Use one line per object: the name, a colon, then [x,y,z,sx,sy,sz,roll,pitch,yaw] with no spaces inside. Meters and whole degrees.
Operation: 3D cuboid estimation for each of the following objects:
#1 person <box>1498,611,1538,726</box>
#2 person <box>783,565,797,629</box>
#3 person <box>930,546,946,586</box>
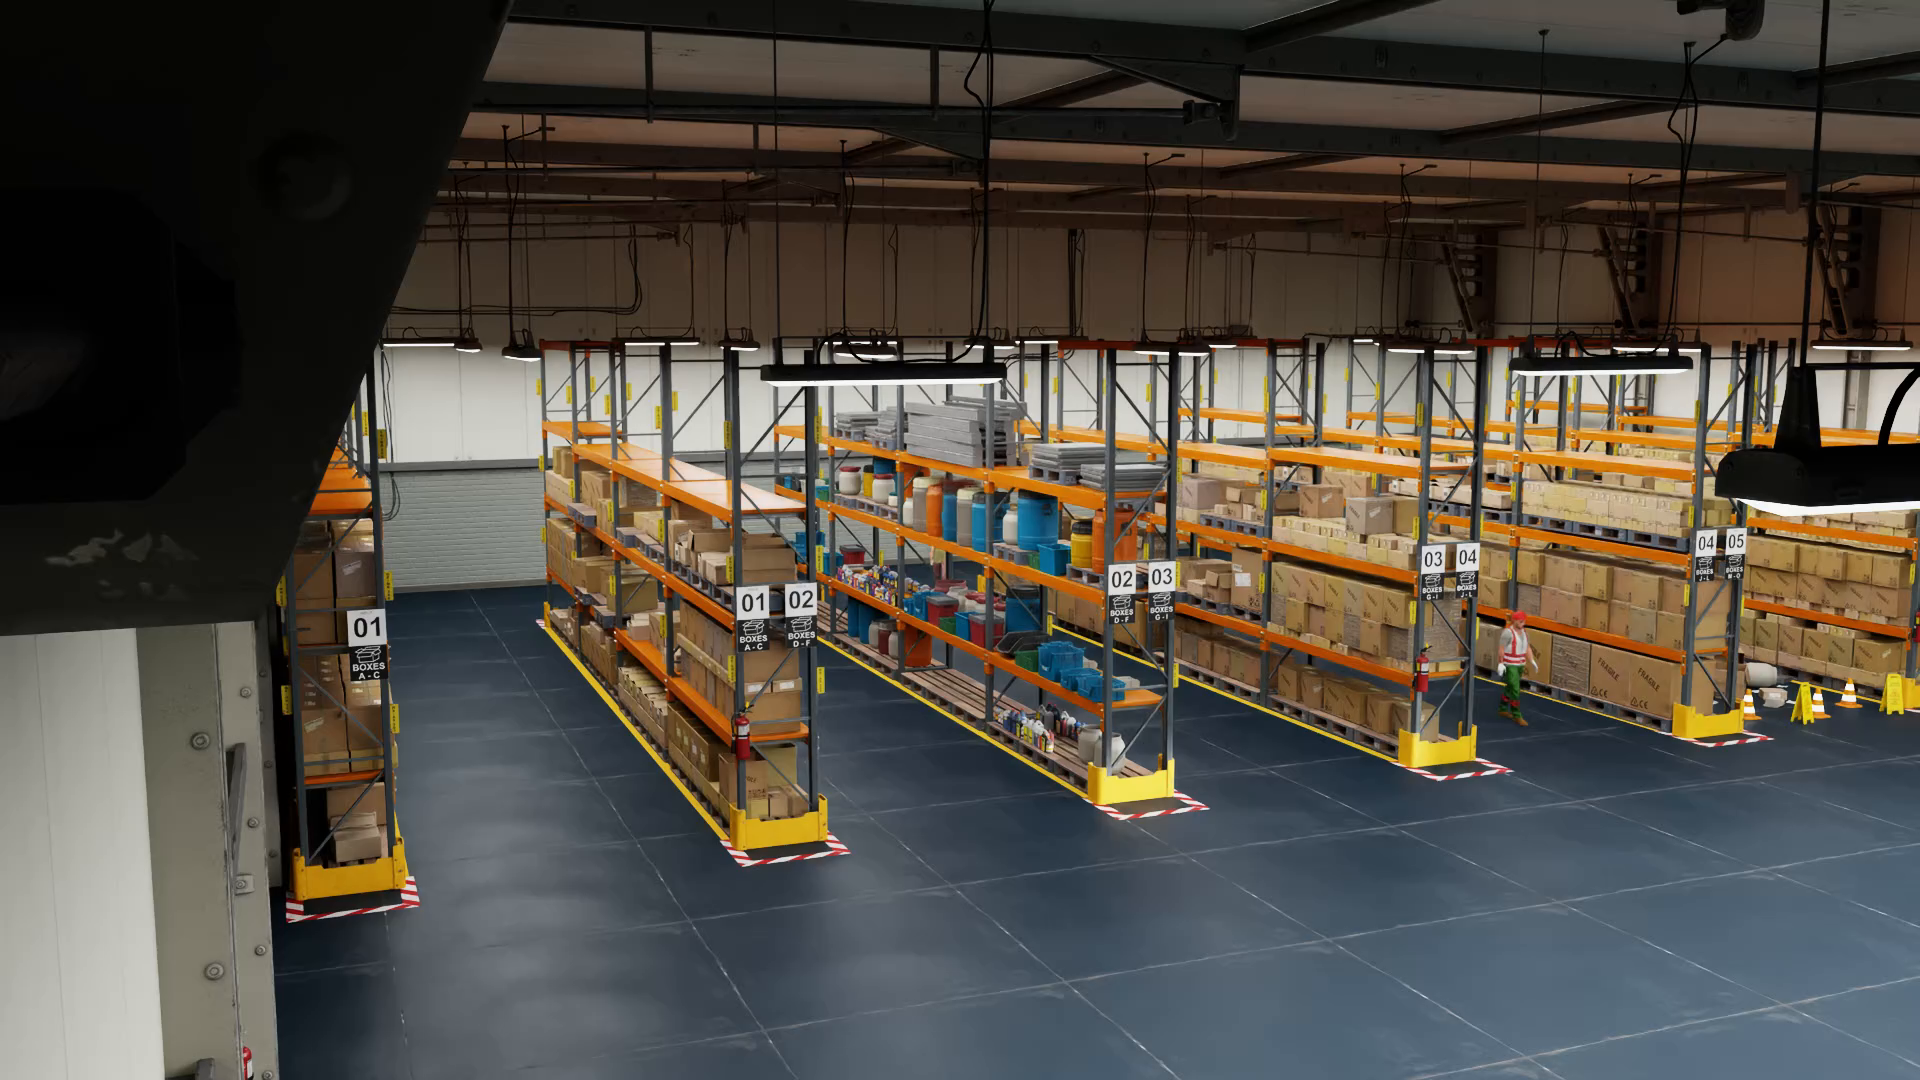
person: [8.872,2.010,26.473,0.606,1.789,0.715,-5,9,-32]
person: [-3.635,0.997,34.766,0.444,1.615,1.071,1,7,7]
person: [-0.457,0.495,38.592,0.466,1.619,1.037,0,7,-1]
